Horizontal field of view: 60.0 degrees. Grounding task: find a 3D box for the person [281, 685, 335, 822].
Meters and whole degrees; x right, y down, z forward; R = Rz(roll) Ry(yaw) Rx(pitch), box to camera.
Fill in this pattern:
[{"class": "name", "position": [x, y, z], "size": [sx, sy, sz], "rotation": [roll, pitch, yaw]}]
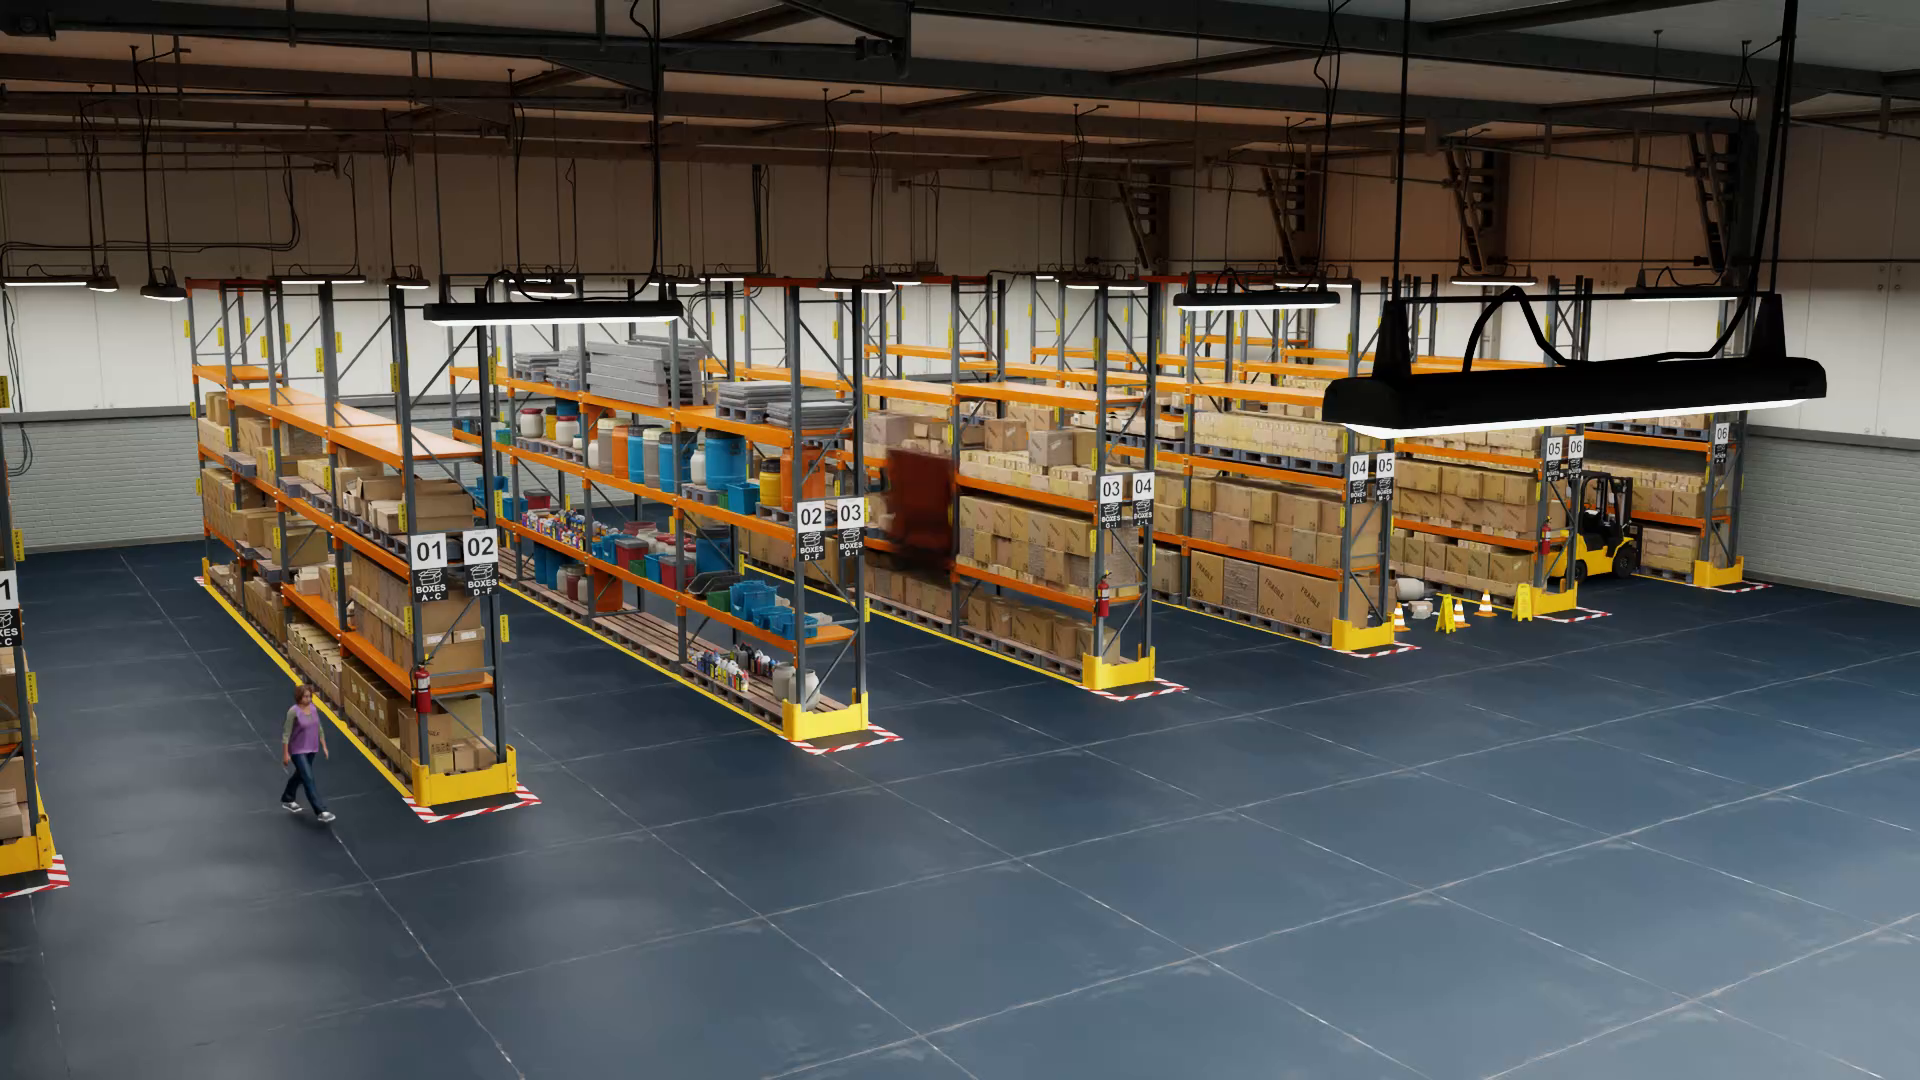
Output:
[{"class": "person", "position": [-7.433, 2.404, 18.937], "size": [0.979, 1.540, 0.441], "rotation": [4, 10, 21]}]
